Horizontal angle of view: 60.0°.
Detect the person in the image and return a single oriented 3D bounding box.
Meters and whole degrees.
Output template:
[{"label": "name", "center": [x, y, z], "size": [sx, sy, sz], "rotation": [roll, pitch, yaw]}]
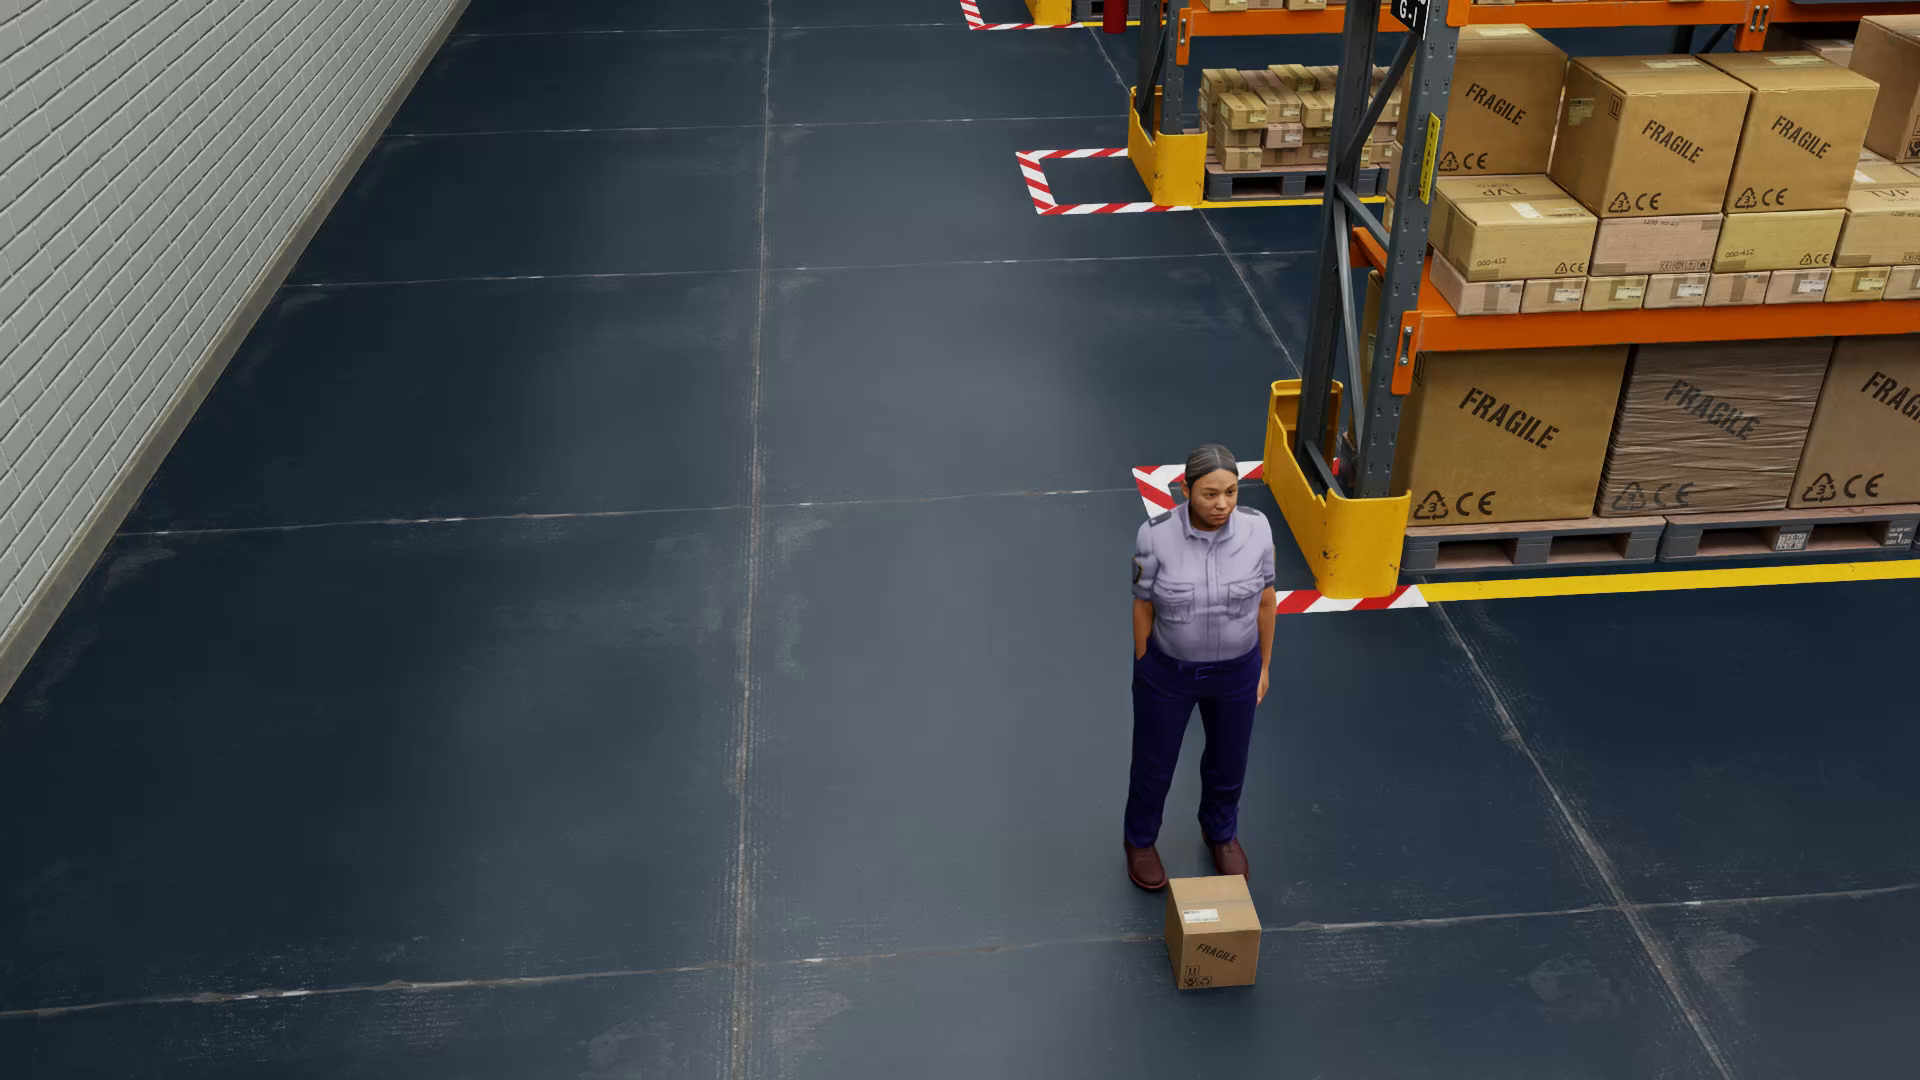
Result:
[{"label": "person", "center": [0.785, 0.438, 5.438], "size": [0.476, 1.657, 0.333], "rotation": [-2, 31, -3]}]
